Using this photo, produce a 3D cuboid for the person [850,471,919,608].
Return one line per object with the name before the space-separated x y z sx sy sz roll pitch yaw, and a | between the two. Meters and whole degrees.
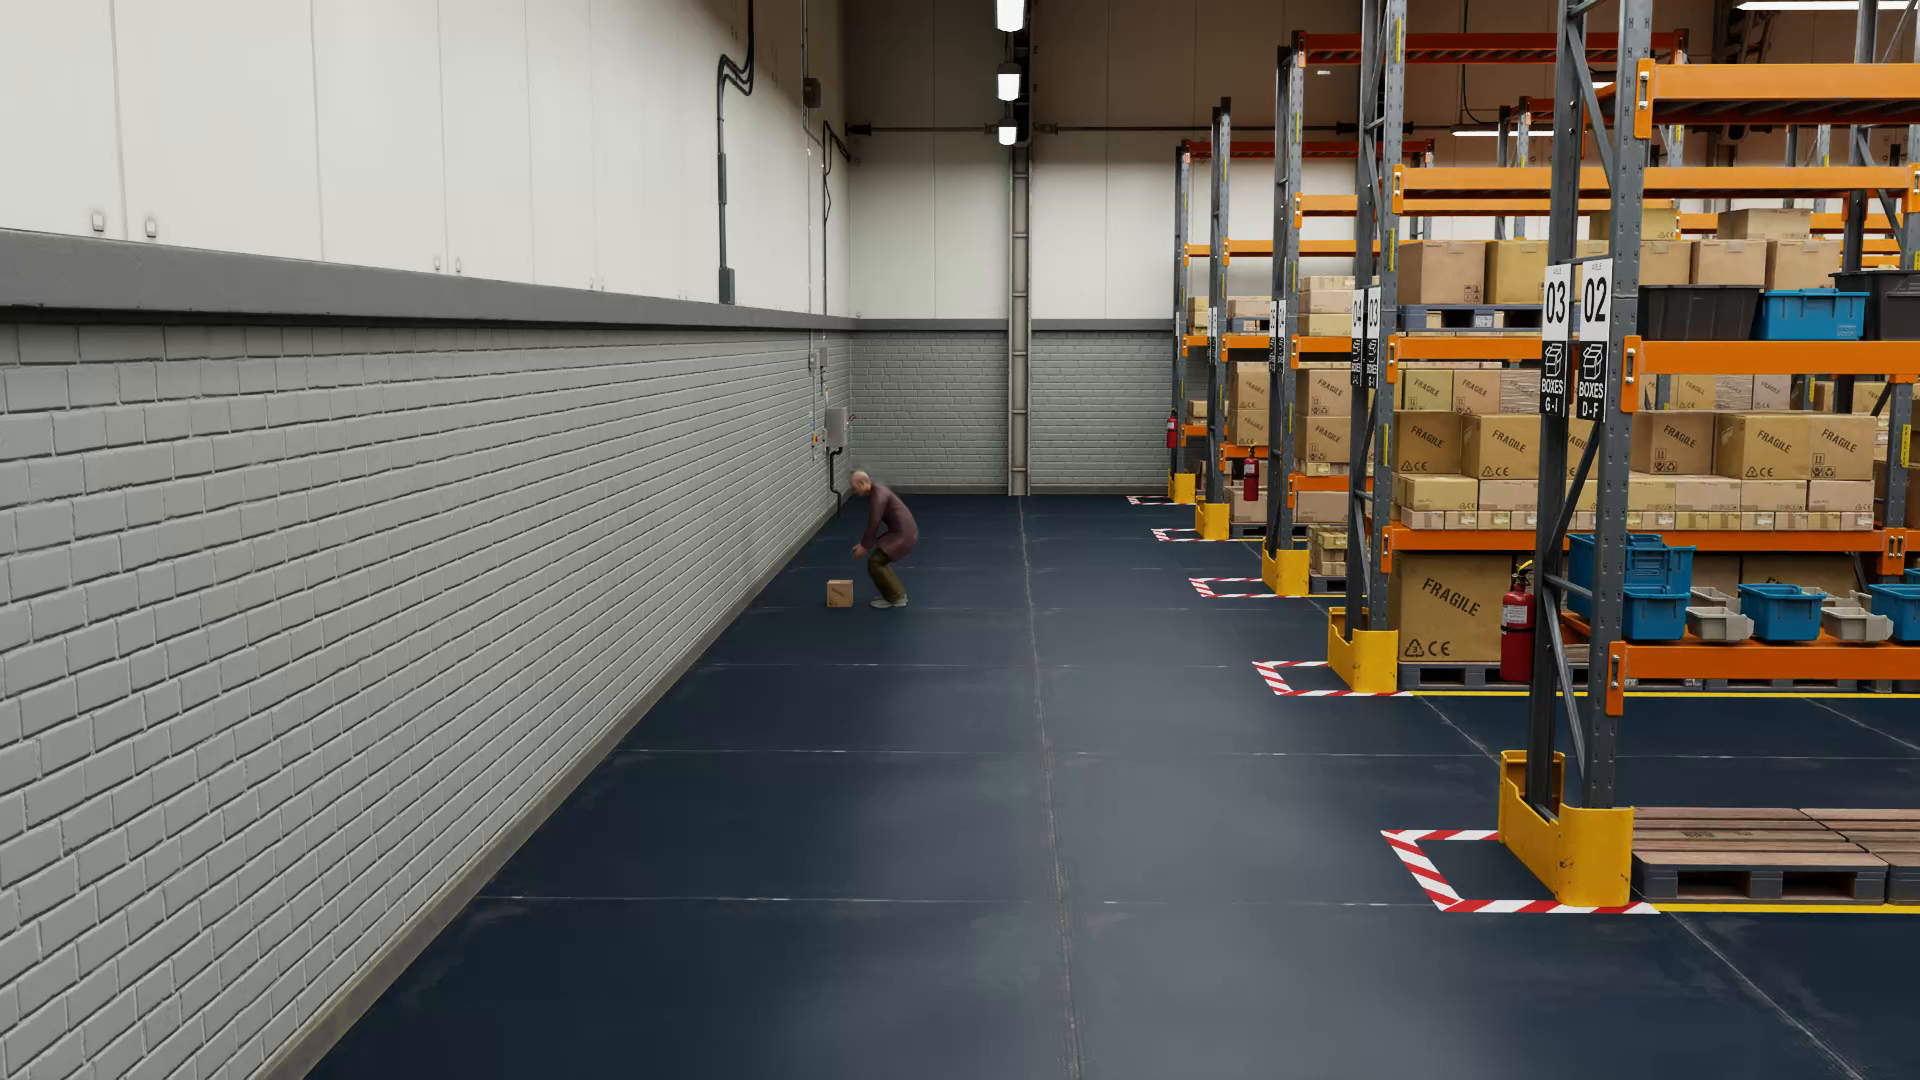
person | -0.789 -0.009 17.382 0.719 1.416 0.632 0 7 1
